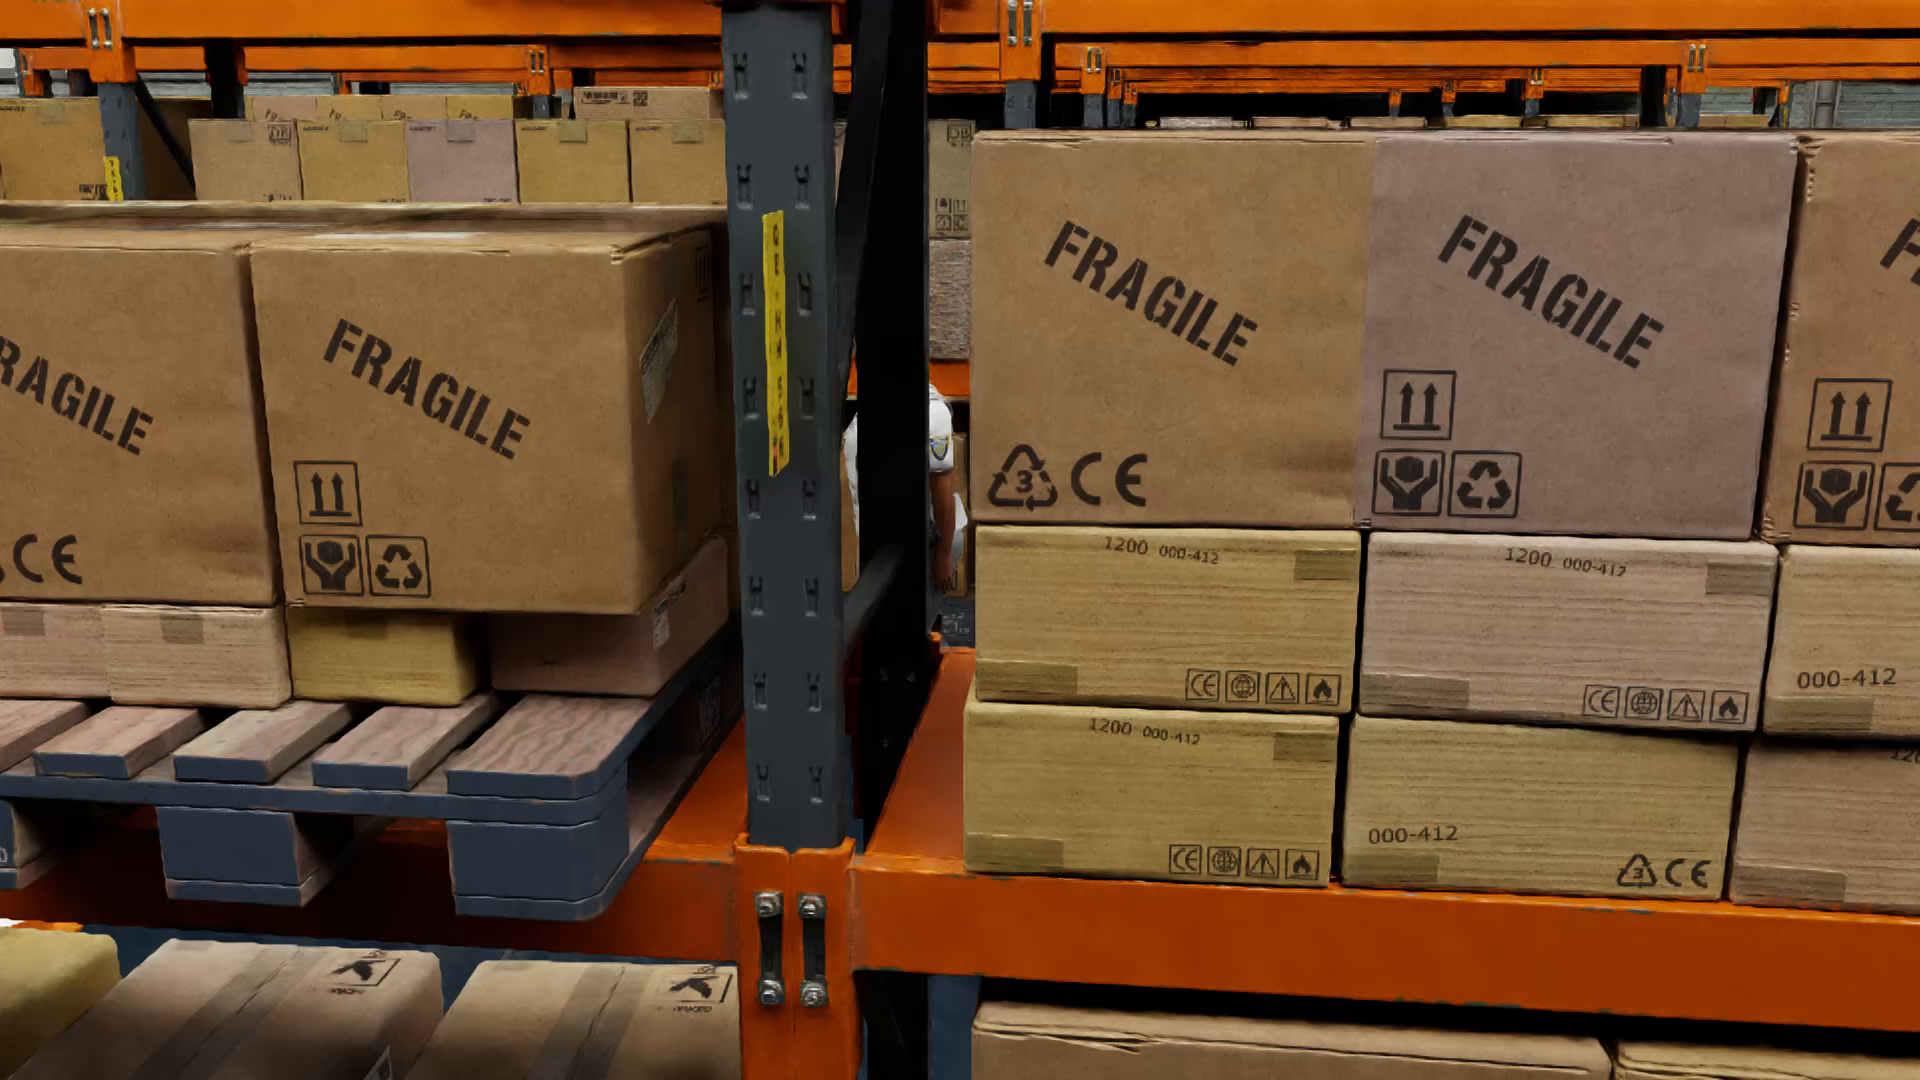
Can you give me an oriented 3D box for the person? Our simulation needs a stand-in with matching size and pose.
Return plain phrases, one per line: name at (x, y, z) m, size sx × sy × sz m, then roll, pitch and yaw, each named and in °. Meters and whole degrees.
person at (-0.163, -0.015, 6.068) m, size 0.563 × 1.653 × 0.553 m, roll -8°, pitch 16°, yaw -27°
